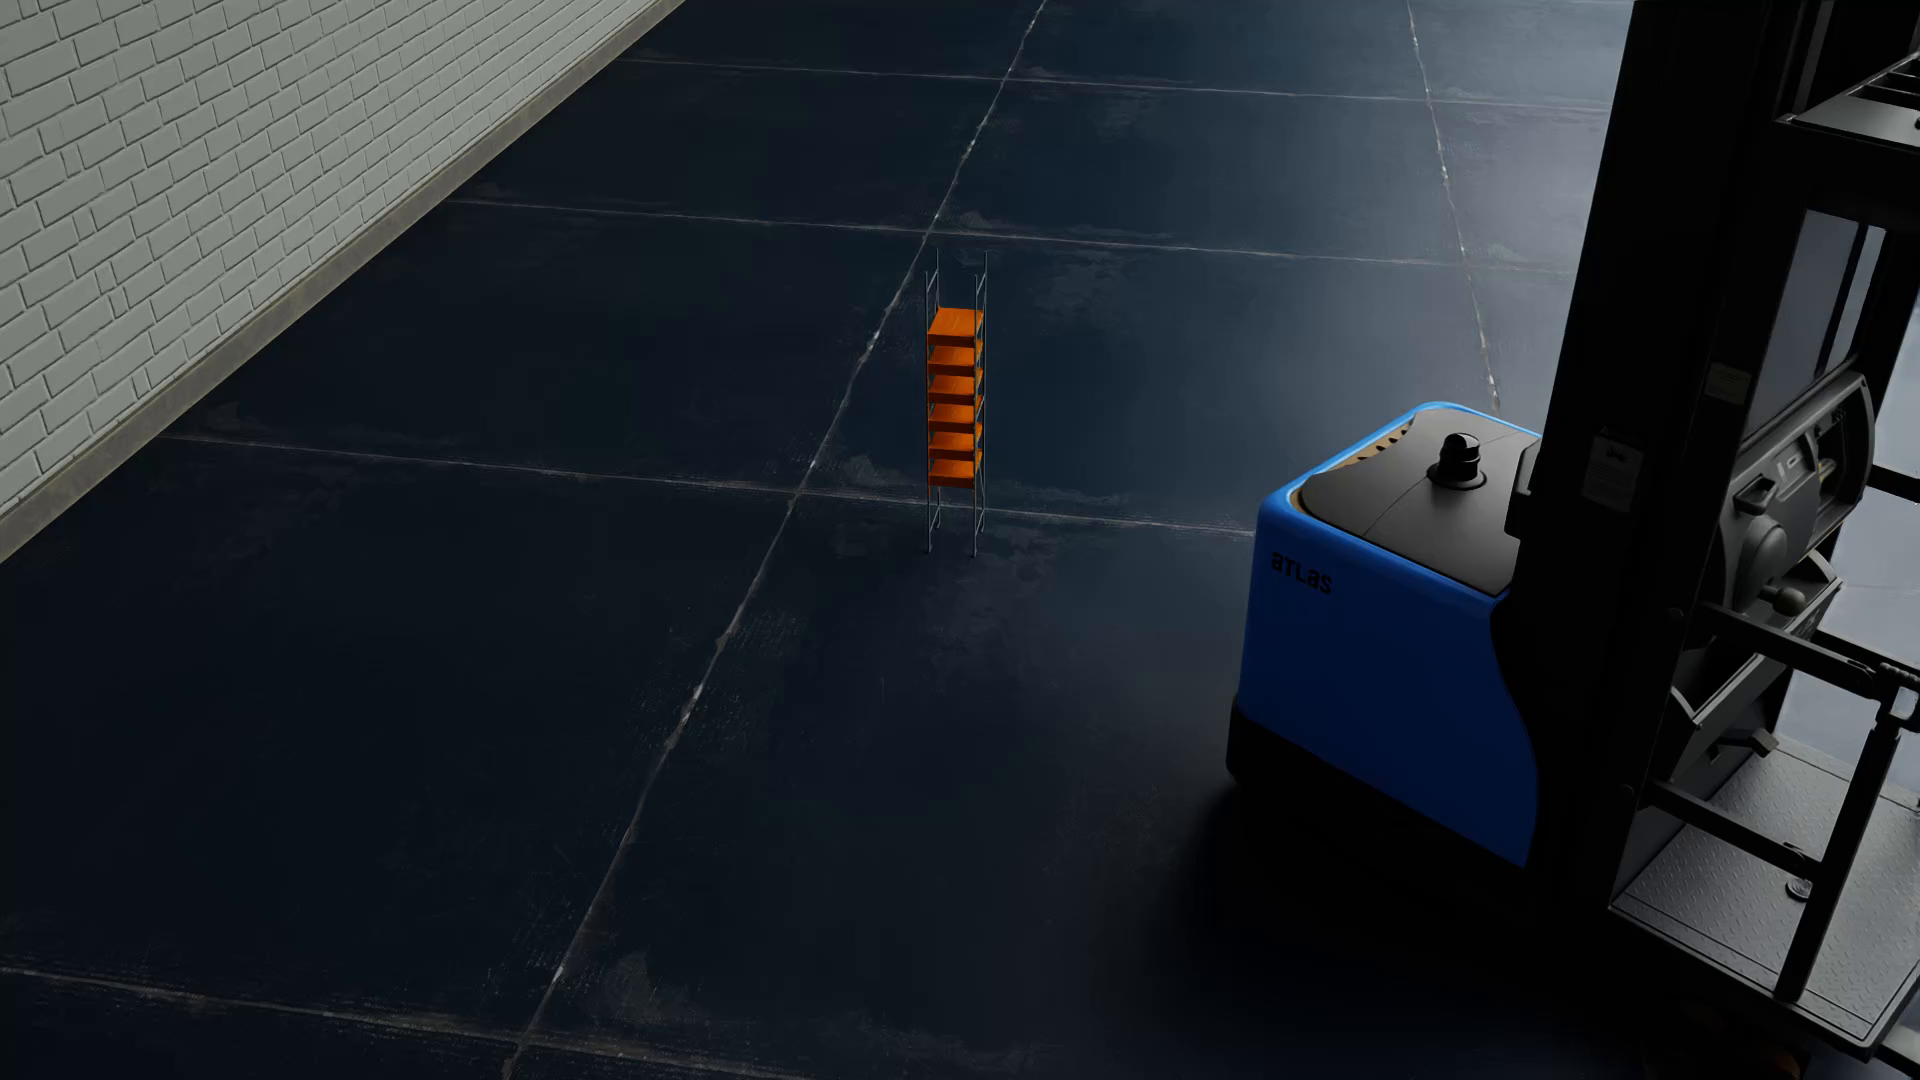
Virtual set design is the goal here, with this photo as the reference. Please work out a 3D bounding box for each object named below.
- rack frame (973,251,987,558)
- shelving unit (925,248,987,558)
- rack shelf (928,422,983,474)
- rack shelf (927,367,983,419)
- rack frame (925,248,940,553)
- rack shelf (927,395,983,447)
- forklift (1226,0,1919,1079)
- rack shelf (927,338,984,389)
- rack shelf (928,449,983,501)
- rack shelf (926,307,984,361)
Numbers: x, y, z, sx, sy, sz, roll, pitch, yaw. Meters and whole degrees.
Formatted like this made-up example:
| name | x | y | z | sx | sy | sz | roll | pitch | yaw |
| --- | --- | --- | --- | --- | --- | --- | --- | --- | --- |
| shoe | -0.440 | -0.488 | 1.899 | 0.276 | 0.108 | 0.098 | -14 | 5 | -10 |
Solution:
| name | x | y | z | sx | sy | sz | roll | pitch | yaw |
| --- | --- | --- | --- | --- | --- | --- | --- | --- | --- |
| rack frame | 0.076 | -0.502 | 6.394 | 0.006 | 1.200 | 0.240 | 5 | 32 | 8 |
| shelving unit | -0.014 | -0.510 | 6.407 | 0.189 | 1.200 | 0.258 | 5 | 32 | 8 |
| rack shelf | -0.014 | -0.370 | 6.494 | 0.180 | 0.103 | 0.258 | 5 | 32 | 8 |
| rack shelf | -0.014 | -0.574 | 6.367 | 0.180 | 0.103 | 0.258 | 5 | 32 | 8 |
| rack frame | -0.104 | -0.518 | 6.420 | 0.006 | 1.200 | 0.240 | 5 | 32 | 8 |
| rack shelf | -0.014 | -0.472 | 6.430 | 0.180 | 0.103 | 0.258 | 5 | 32 | 8 |
| forklift | 2.262 | -0.075 | 4.080 | 1.130 | 2.935 | 3.031 | -28 | 41 | -37 |
| rack shelf | -0.014 | -0.676 | 6.303 | 0.180 | 0.103 | 0.258 | 5 | 32 | 8 |
| rack shelf | -0.014 | -0.269 | 6.558 | 0.180 | 0.103 | 0.258 | 5 | 32 | 8 |
| rack shelf | -0.014 | -0.777 | 6.239 | 0.180 | 0.103 | 0.258 | 5 | 32 | 8 |
